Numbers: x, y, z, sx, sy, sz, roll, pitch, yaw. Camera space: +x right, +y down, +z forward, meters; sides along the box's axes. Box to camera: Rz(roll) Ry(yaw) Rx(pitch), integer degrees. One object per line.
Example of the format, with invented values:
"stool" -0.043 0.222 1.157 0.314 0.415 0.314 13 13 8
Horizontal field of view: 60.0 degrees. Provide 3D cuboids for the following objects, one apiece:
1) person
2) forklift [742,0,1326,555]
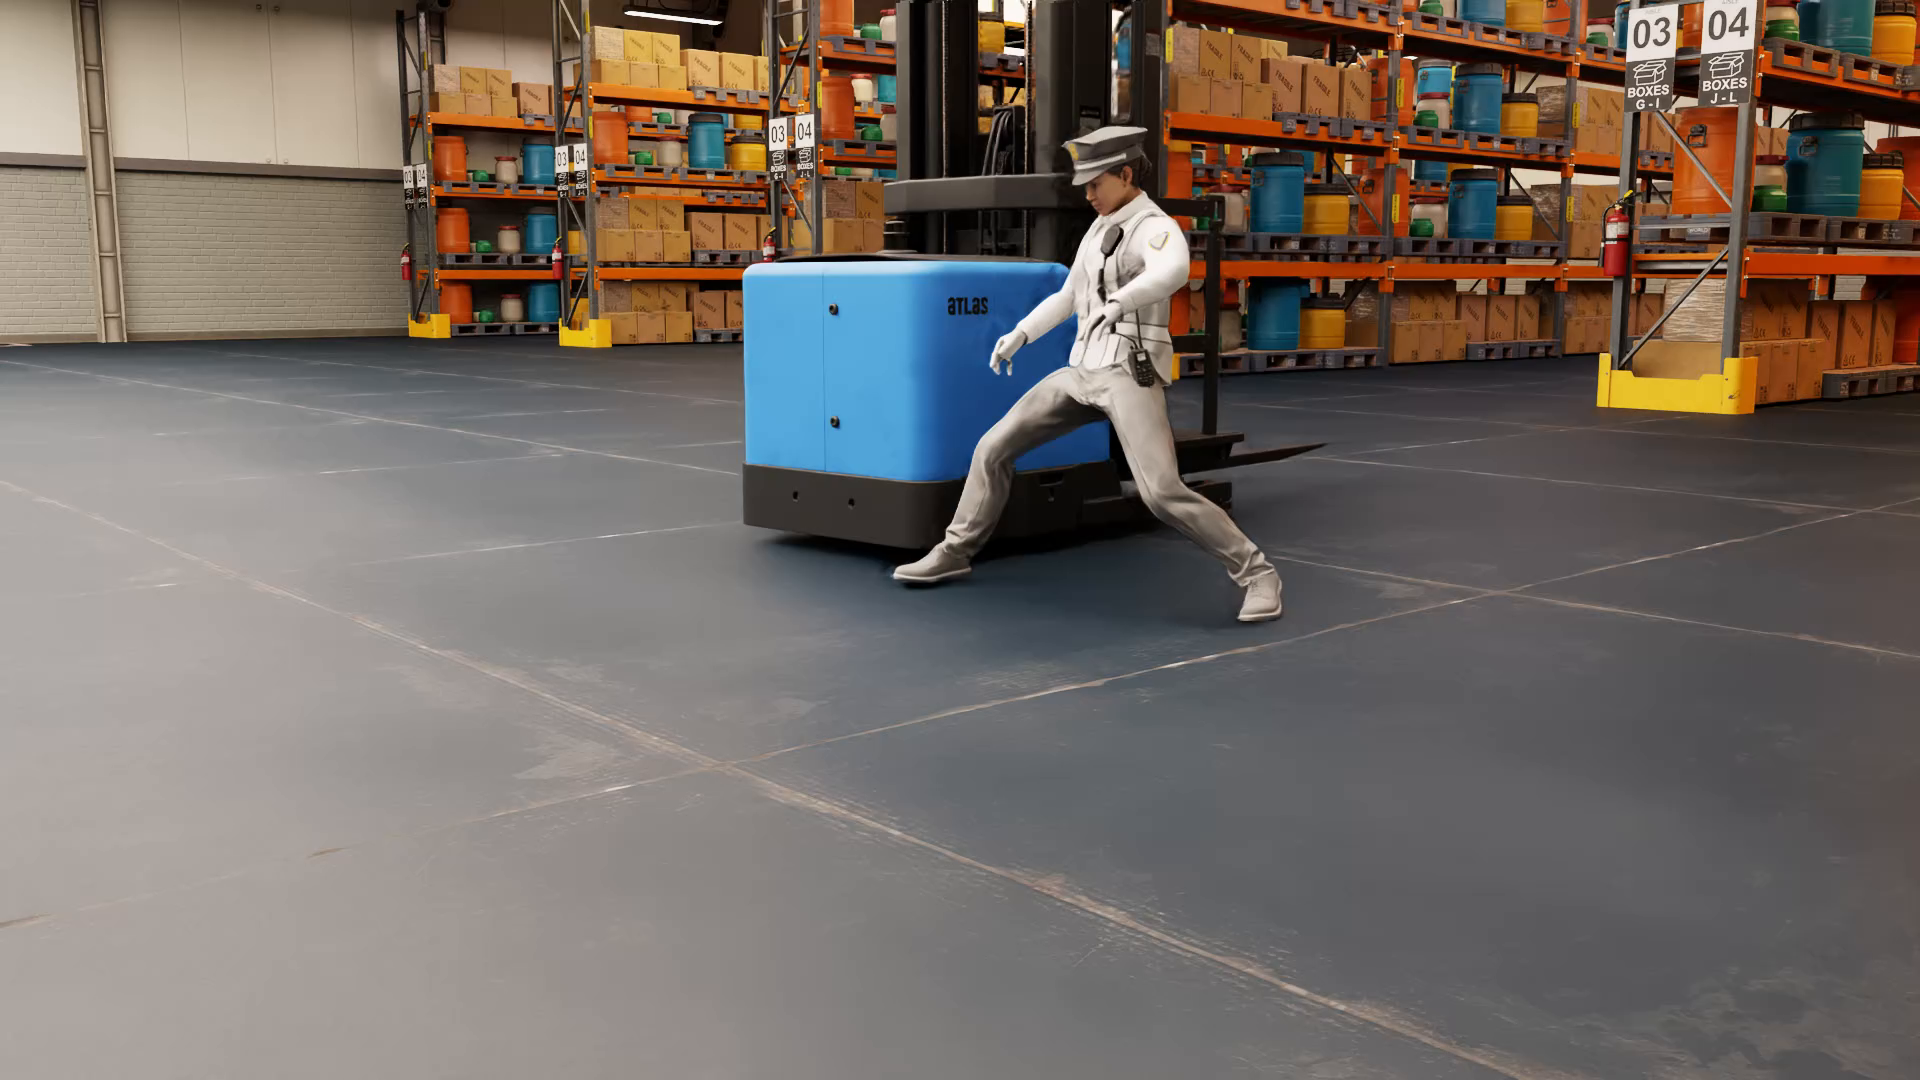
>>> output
"person" 0.411 -0.530 5.188 0.958 1.488 1.066 -4 10 -24
"forklift" 0.519 -1.561 7.042 1.130 2.935 3.031 8 12 42
